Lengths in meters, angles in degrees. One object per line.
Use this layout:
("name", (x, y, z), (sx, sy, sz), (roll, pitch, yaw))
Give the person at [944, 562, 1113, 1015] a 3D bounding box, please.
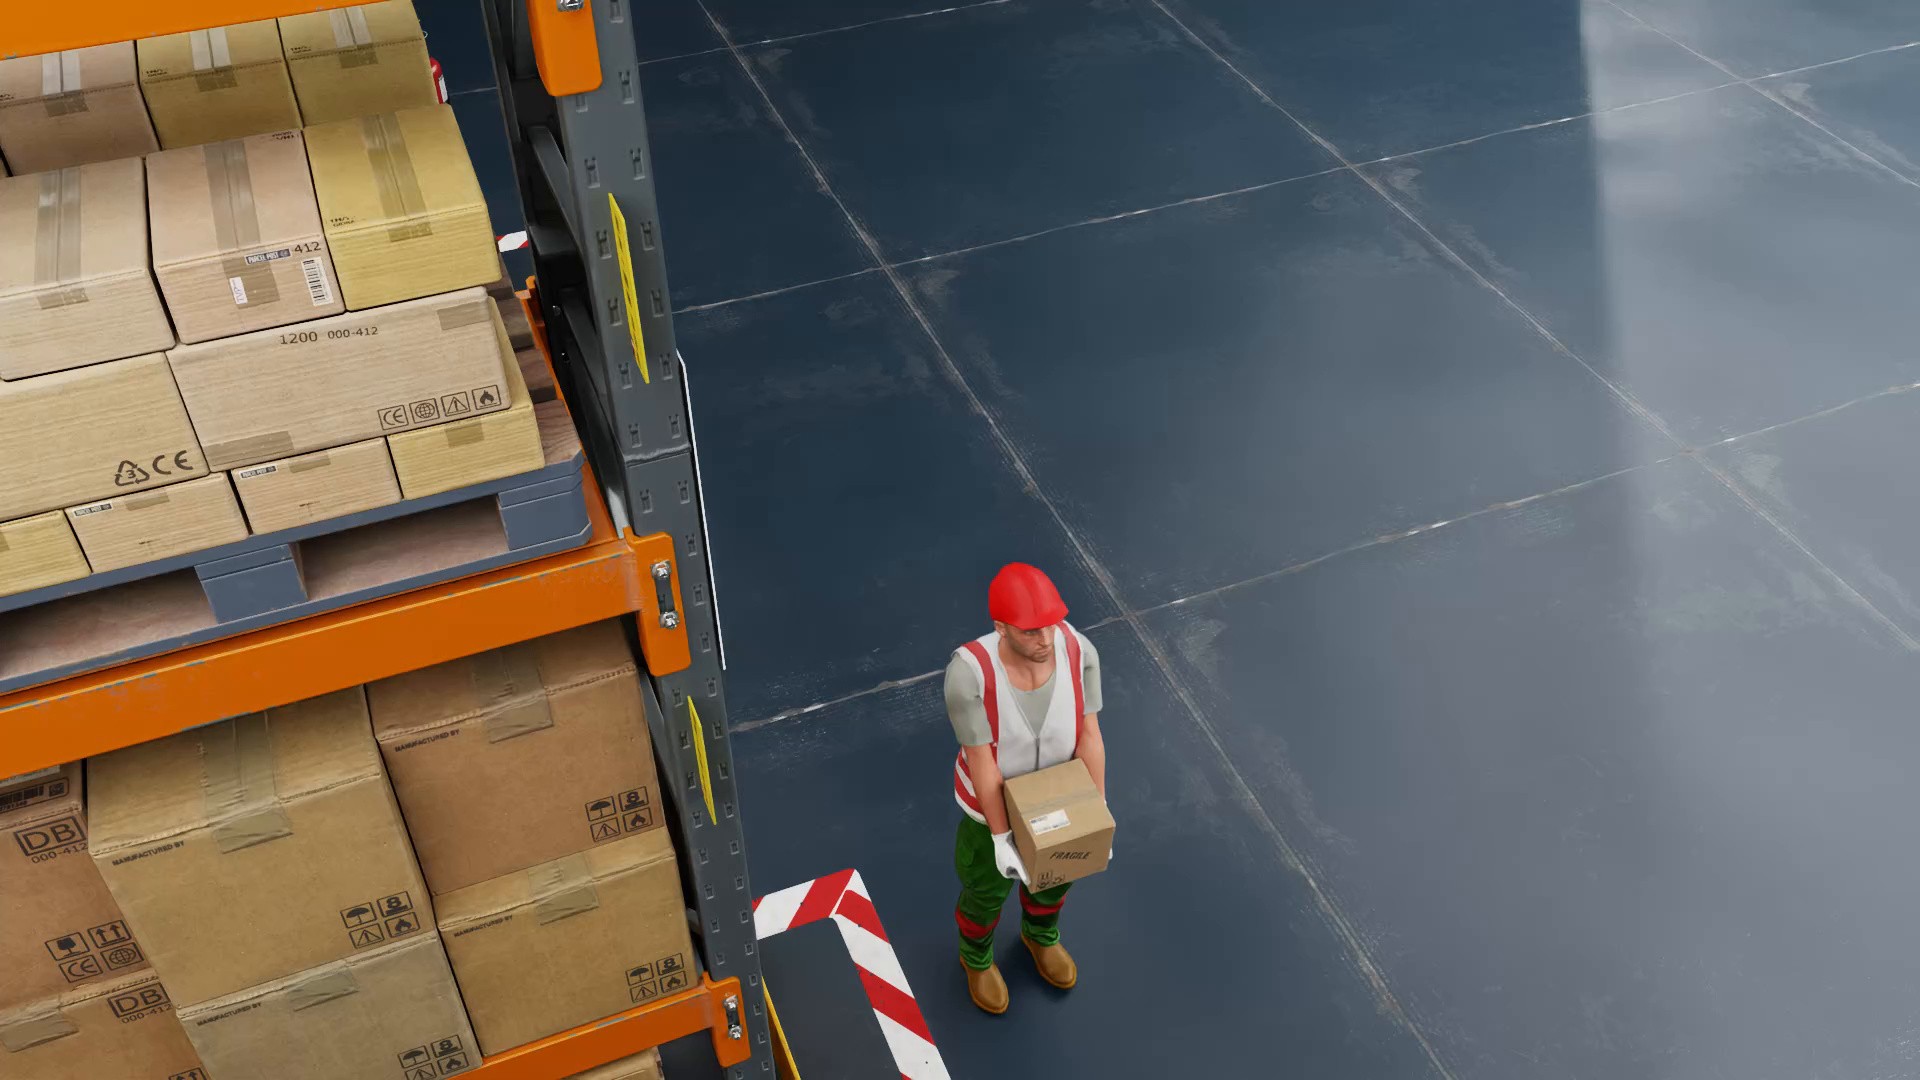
("person", (0.236, 0.861, 5.167), (0.494, 1.783, 0.568), (-14, 43, -16))
